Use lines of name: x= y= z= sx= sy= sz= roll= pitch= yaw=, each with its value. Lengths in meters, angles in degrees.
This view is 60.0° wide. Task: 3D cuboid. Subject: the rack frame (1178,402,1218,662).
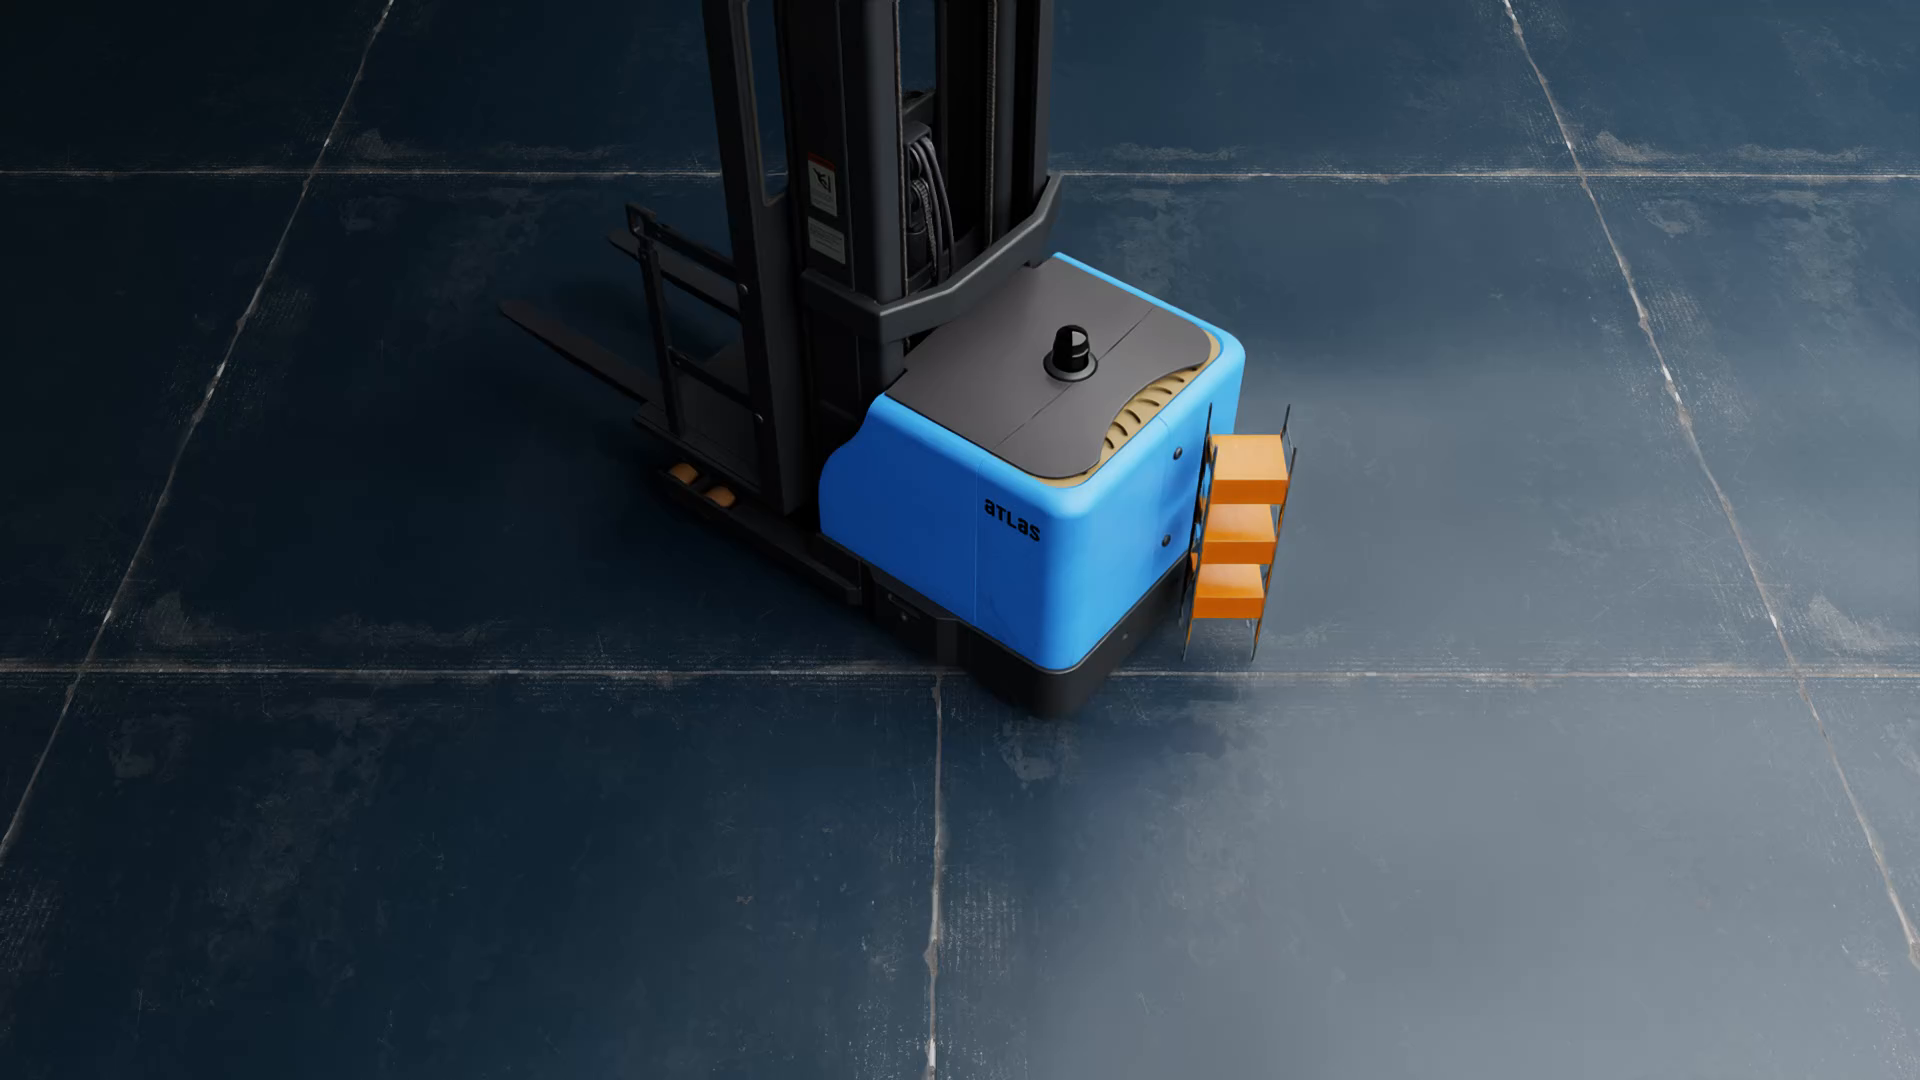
rack frame: x=0.787 y=-0.002 z=5.534 sx=0.008 sy=1.050 sz=0.200 roll=0 pitch=47 yaw=0

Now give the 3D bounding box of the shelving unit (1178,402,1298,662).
shelving unit: x=0.909 y=-0.001 z=5.533 sx=0.252 sy=1.050 sz=0.215 roll=0 pitch=47 yaw=0

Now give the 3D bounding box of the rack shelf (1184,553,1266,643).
rack shelf: x=0.910 y=0.195 z=5.745 sx=0.240 sy=0.259 sz=0.215 roll=0 pitch=47 yaw=0

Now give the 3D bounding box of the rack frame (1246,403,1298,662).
rack frame: x=1.031 y=-0.001 z=5.533 sx=0.008 sy=1.050 sz=0.200 roll=0 pitch=47 yaw=0

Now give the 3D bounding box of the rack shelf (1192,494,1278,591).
rack shelf: x=0.909 y=0.006 z=5.541 sx=0.240 sy=0.259 sz=0.215 roll=0 pitch=47 yaw=0

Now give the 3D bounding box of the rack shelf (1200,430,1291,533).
rack shelf: x=0.909 y=-0.187 z=5.333 sx=0.240 sy=0.259 sz=0.215 roll=0 pitch=47 yaw=0

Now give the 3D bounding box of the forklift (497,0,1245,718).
forklift: x=-0.522 y=-1.313 z=5.469 sx=3.031 sy=2.935 sz=1.130 roll=30 pitch=54 yaw=25
